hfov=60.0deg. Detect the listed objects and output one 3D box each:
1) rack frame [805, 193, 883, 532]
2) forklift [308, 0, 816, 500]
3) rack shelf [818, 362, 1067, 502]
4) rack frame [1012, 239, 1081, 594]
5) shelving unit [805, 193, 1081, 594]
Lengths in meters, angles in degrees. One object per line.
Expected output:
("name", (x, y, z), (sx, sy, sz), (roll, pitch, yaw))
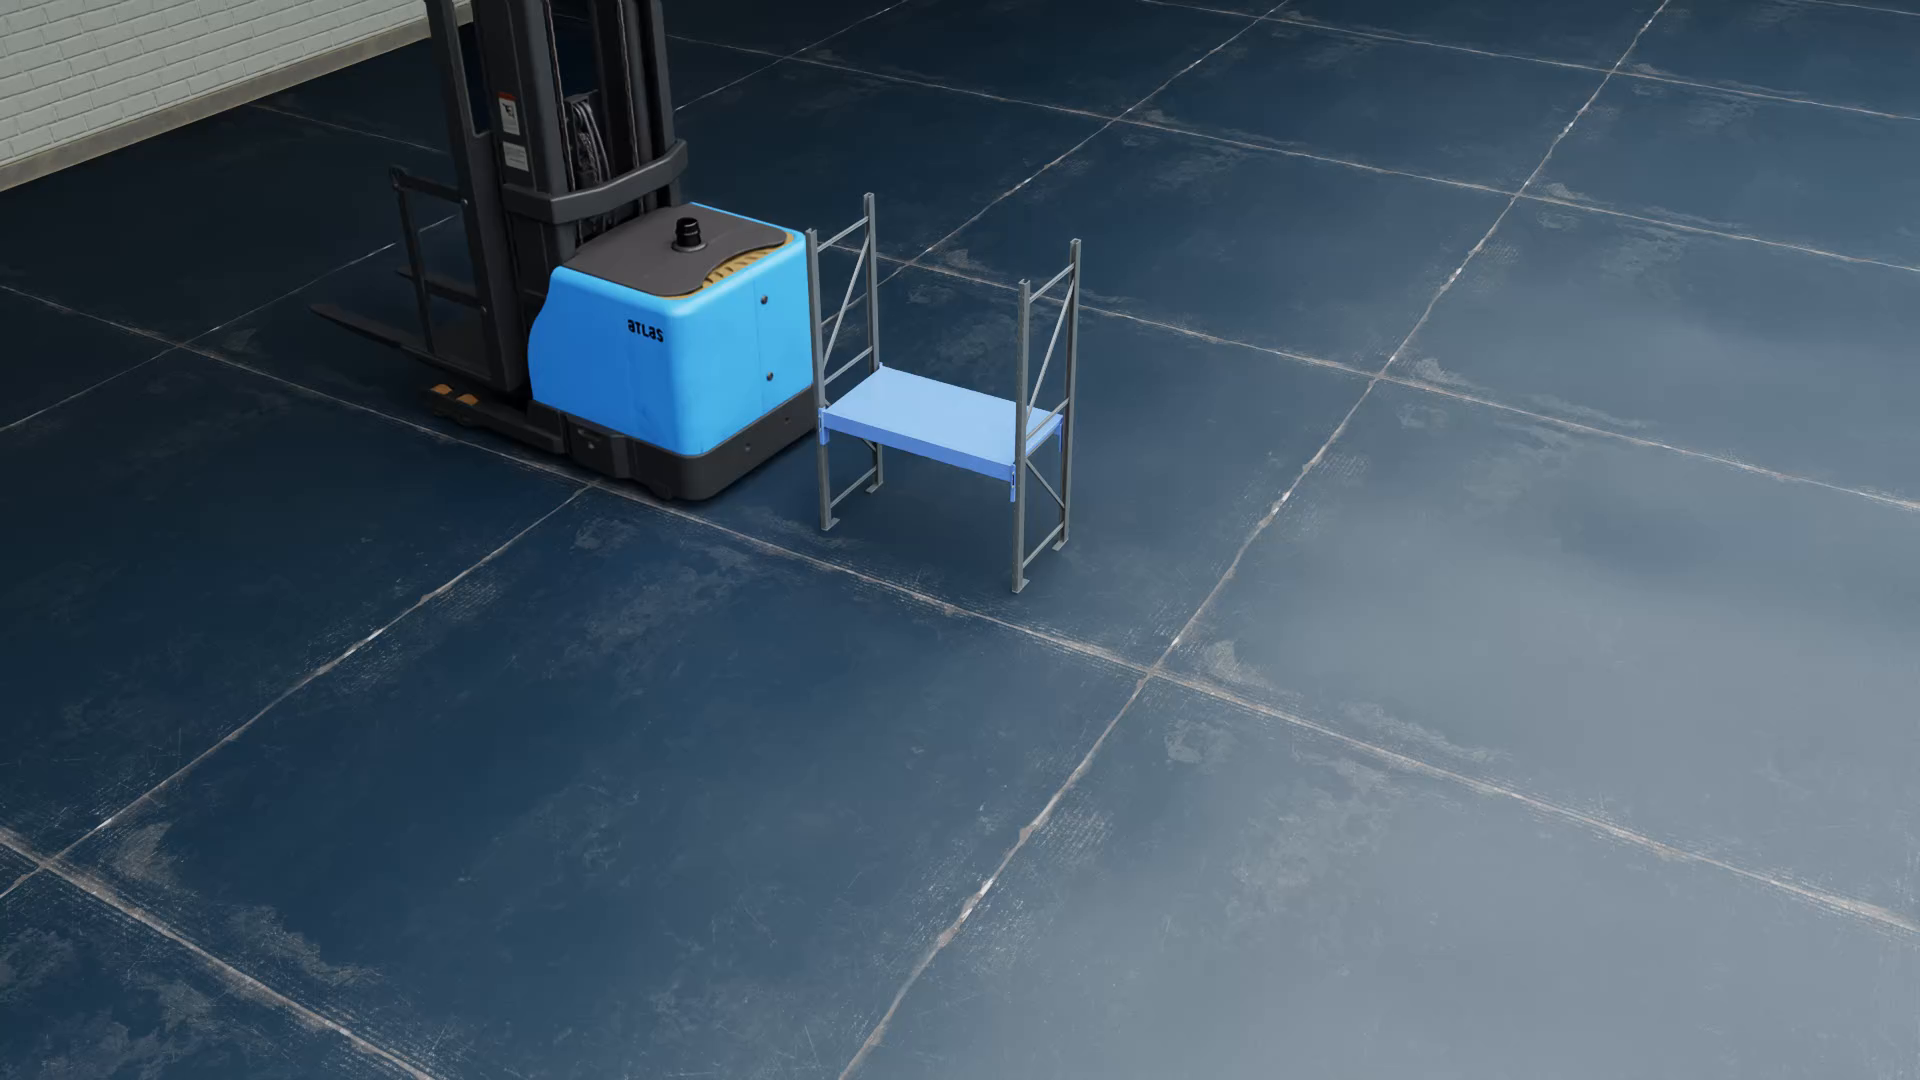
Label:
("rack frame", (-0.515, -0.788, 7.579), (0.032, 1.500, 0.500), (18, 37, 24))
("forklift", (-2.207, -2.030, 8.154), (3.031, 2.935, 1.130), (20, 39, 27))
("rack shelf", (-0.074, -0.498, 7.469), (1.000, 0.185, 0.538), (18, 37, 24))
("rack frame", (0.367, -0.508, 7.160), (0.032, 1.500, 0.500), (18, 37, 24))
("shelving unit", (-0.074, -0.648, 7.370), (1.048, 1.500, 0.538), (18, 37, 24))
